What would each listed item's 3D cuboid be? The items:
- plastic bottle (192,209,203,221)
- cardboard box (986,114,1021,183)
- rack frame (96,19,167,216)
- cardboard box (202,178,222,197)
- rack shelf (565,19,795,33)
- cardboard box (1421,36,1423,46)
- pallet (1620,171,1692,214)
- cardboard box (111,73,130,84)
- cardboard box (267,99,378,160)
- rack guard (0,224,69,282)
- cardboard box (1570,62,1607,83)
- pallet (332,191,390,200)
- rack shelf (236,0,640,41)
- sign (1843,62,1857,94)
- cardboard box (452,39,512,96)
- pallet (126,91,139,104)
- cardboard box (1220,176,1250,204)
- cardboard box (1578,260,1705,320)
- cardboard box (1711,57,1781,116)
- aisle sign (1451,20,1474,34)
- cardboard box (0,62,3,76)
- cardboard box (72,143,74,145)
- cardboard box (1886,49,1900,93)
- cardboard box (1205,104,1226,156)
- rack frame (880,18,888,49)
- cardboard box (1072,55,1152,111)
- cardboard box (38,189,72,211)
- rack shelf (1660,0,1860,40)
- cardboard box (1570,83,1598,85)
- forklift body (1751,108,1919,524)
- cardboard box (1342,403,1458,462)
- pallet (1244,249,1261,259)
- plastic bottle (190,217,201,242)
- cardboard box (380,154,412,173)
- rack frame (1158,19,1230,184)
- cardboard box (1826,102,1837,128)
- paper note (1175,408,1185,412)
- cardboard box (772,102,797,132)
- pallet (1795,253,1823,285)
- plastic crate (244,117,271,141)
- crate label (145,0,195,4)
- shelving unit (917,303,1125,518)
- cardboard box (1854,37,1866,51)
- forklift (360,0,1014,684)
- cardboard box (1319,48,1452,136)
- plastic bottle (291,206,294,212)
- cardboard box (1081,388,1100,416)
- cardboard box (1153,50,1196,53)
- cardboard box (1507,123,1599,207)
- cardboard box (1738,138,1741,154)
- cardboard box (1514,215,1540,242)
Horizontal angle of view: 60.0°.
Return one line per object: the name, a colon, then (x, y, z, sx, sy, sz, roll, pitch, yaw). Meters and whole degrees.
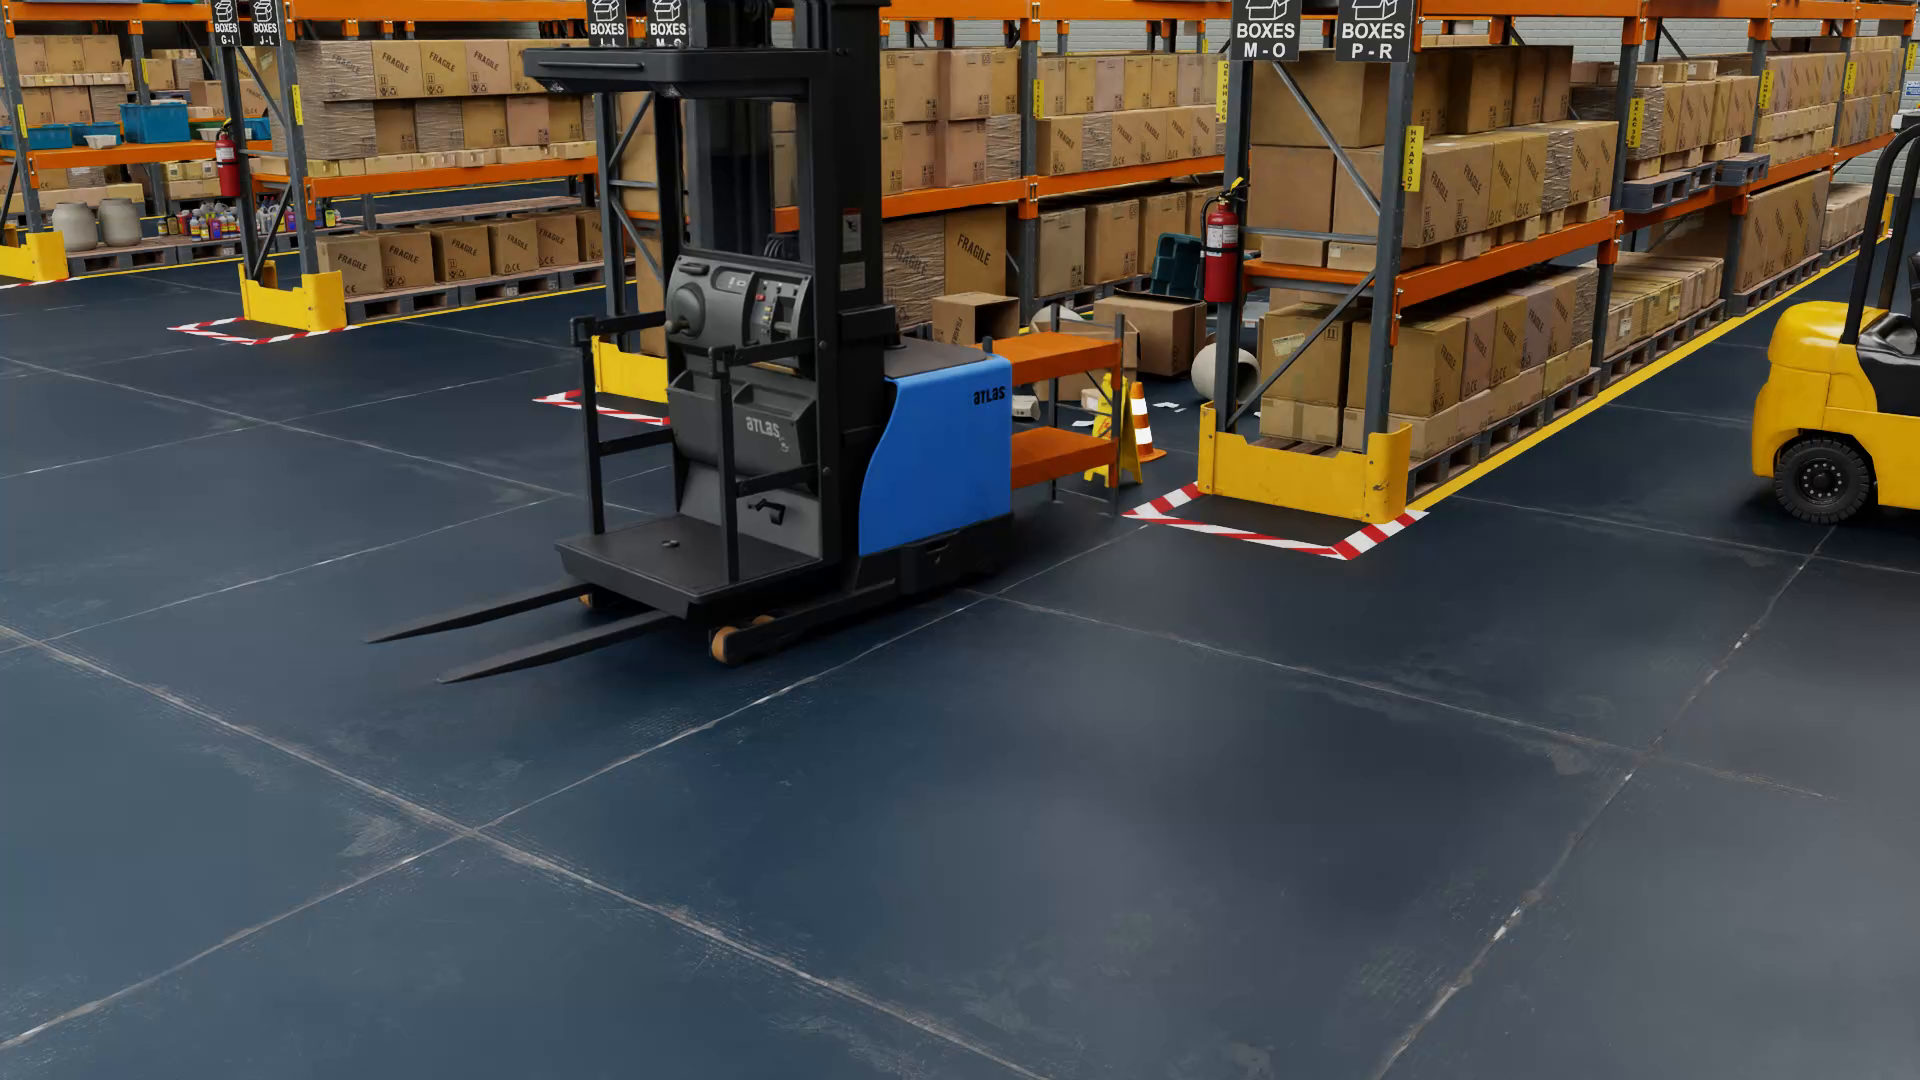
plastic bottle: (-9.059, -3.776, 19.695, 0.152, 0.276, 0.135, 12, 21, 33)
cardboard box: (0.018, -3.422, 14.451, 0.875, 0.550, 0.550, 12, 21, 35)
rack frame: (-11.649, -6.092, 23.303, 1.000, 3.000, 0.127, 12, 21, 35)
cardboard box: (-10.904, -5.153, 24.208, 0.500, 0.250, 0.500, 13, 22, 36)
rack shelf: (-4.098, -7.734, 24.745, 1.077, 0.370, 4.000, 12, 21, 35)
cardboard box: (5.459, -6.077, 20.899, 0.500, 0.500, 0.500, 13, 22, 36)
pallet: (4.836, -2.654, 12.556, 1.003, 0.211, 1.213, 12, 21, 35)
cardboard box: (-11.639, -6.347, 22.862, 0.380, 0.149, 0.250, 12, 21, 35)
cardboard box: (-5.729, -3.704, 14.943, 0.875, 0.500, 0.500, 12, 21, 35)
rack guard: (-10.049, -3.096, 17.869, 1.175, 0.500, 0.348, 12, 21, 35)
cardboard box: (4.757, -3.606, 12.825, 0.380, 0.149, 0.250, 12, 21, 33)
pallet: (-9.787, -5.524, 26.175, 1.003, 0.211, 1.213, 12, 21, 35)
rack shelf: (-4.887, -4.953, 15.791, 1.077, 0.370, 4.000, 12, 21, 35)
sign: (9.472, -4.916, 17.699, 0.100, 0.325, 0.005, 12, 21, 35)
cardboard box: (-4.639, -4.495, 15.806, 0.500, 0.500, 0.500, 12, 21, 35)
pallet: (-14.393, -7.349, 27.674, 1.003, 0.211, 1.213, 12, 21, 35)
cardboard box: (3.217, -3.879, 18.420, 0.500, 0.250, 0.500, 11, 21, 32)
cardboard box: (5.869, -2.178, 14.421, 0.950, 0.372, 0.625, 12, 21, 34)
cardboard box: (7.137, -4.142, 15.168, 0.500, 0.500, 0.500, 12, 21, 33)
aisle sign: (7.181, -7.610, 23.808, 0.394, 0.787, 0.004, 12, 21, 35)
cardboard box: (-12.805, -6.294, 21.597, 0.700, 0.500, 0.500, 12, 21, 35)
cardboard box: (-14.937, -6.293, 27.423, 0.700, 0.500, 0.500, 12, 21, 34)
cardboard box: (11.030, -5.686, 20.142, 0.500, 0.500, 0.500, 13, 21, 35)
cardboard box: (2.559, -4.286, 17.318, 0.500, 0.500, 0.500, 12, 21, 35)
rack frame: (-1.312, -5.293, 20.731, 1.000, 3.000, 0.127, 12, 21, 35)
cardboard box: (1.427, -4.448, 16.154, 0.700, 0.500, 0.500, 12, 21, 34)
cardboard box: (-12.342, -4.591, 22.399, 0.500, 0.250, 0.500, 12, 21, 35)
rack shelf: (7.839, -5.107, 16.288, 1.077, 0.370, 4.000, 12, 21, 35)
cardboard box: (4.649, -3.249, 12.769, 0.500, 0.500, 0.500, 13, 21, 35)
forklift body: (5.534, -1.129, 8.753, 2.313, 2.155, 1.214, 12, 21, 35)
cardboard box: (2.583, -0.667, 9.763, 0.500, 0.250, 0.500, 12, 21, 34)
pallet: (3.078, -3.247, 18.843, 1.003, 0.211, 1.213, 12, 21, 35)
plastic bottle: (-8.726, -3.547, 18.966, 0.097, 0.271, 0.097, 0, 17, 0)
cardboard box: (-5.260, -3.470, 15.283, 0.380, 0.149, 0.250, 12, 21, 35)
rack frame: (2.611, -4.393, 17.831, 1.000, 3.000, 0.127, 12, 21, 35)
cardboard box: (8.963, -4.514, 17.632, 0.500, 0.250, 0.500, 12, 21, 35)
paper note: (1.544, -0.911, 11.659, 0.032, 0.001, 0.123, 12, 21, 35)
cardboard box: (-1.650, -3.303, 12.250, 0.875, 0.550, 0.550, 12, 21, 35)
pallet: (8.631, -2.966, 17.939, 1.003, 0.211, 1.213, 12, 21, 35)
plastic crate: (-8.114, -4.833, 19.500, 0.499, 0.251, 0.616, 12, 21, 35)
crate label: (-8.676, -6.012, 18.238, 0.502, 0.251, 0.408, 12, 21, 35)
shelving unit: (0.326, -0.609, 8.800, 0.538, 1.125, 1.048, 16, 23, 42)
cardboard box: (9.882, -5.540, 18.577, 0.380, 0.149, 0.250, 12, 21, 34)
forklift: (-1.124, -1.039, 7.148, 1.130, 2.935, 3.031, 16, 24, 42)
cardboard box: (2.538, -2.723, 10.099, 0.700, 0.500, 0.500, 12, 21, 34)
plastic bottle: (-7.940, -3.911, 20.004, 0.144, 0.351, 0.185, 11, 20, 32)
cardboard box: (1.038, -0.944, 11.533, 0.250, 0.149, 0.380, -7, 19, -22)
cardboard box: (3.376, -7.465, 26.211, 0.500, 0.500, 0.500, 13, 21, 35)
cardboard box: (3.897, -2.506, 11.084, 0.500, 0.500, 0.500, 13, 22, 37)
cardboard box: (6.539, -3.426, 14.435, 0.380, 0.149, 0.250, 13, 21, 36)
cardboard box: (3.413, -1.973, 10.463, 0.380, 0.149, 0.250, 13, 21, 35)
